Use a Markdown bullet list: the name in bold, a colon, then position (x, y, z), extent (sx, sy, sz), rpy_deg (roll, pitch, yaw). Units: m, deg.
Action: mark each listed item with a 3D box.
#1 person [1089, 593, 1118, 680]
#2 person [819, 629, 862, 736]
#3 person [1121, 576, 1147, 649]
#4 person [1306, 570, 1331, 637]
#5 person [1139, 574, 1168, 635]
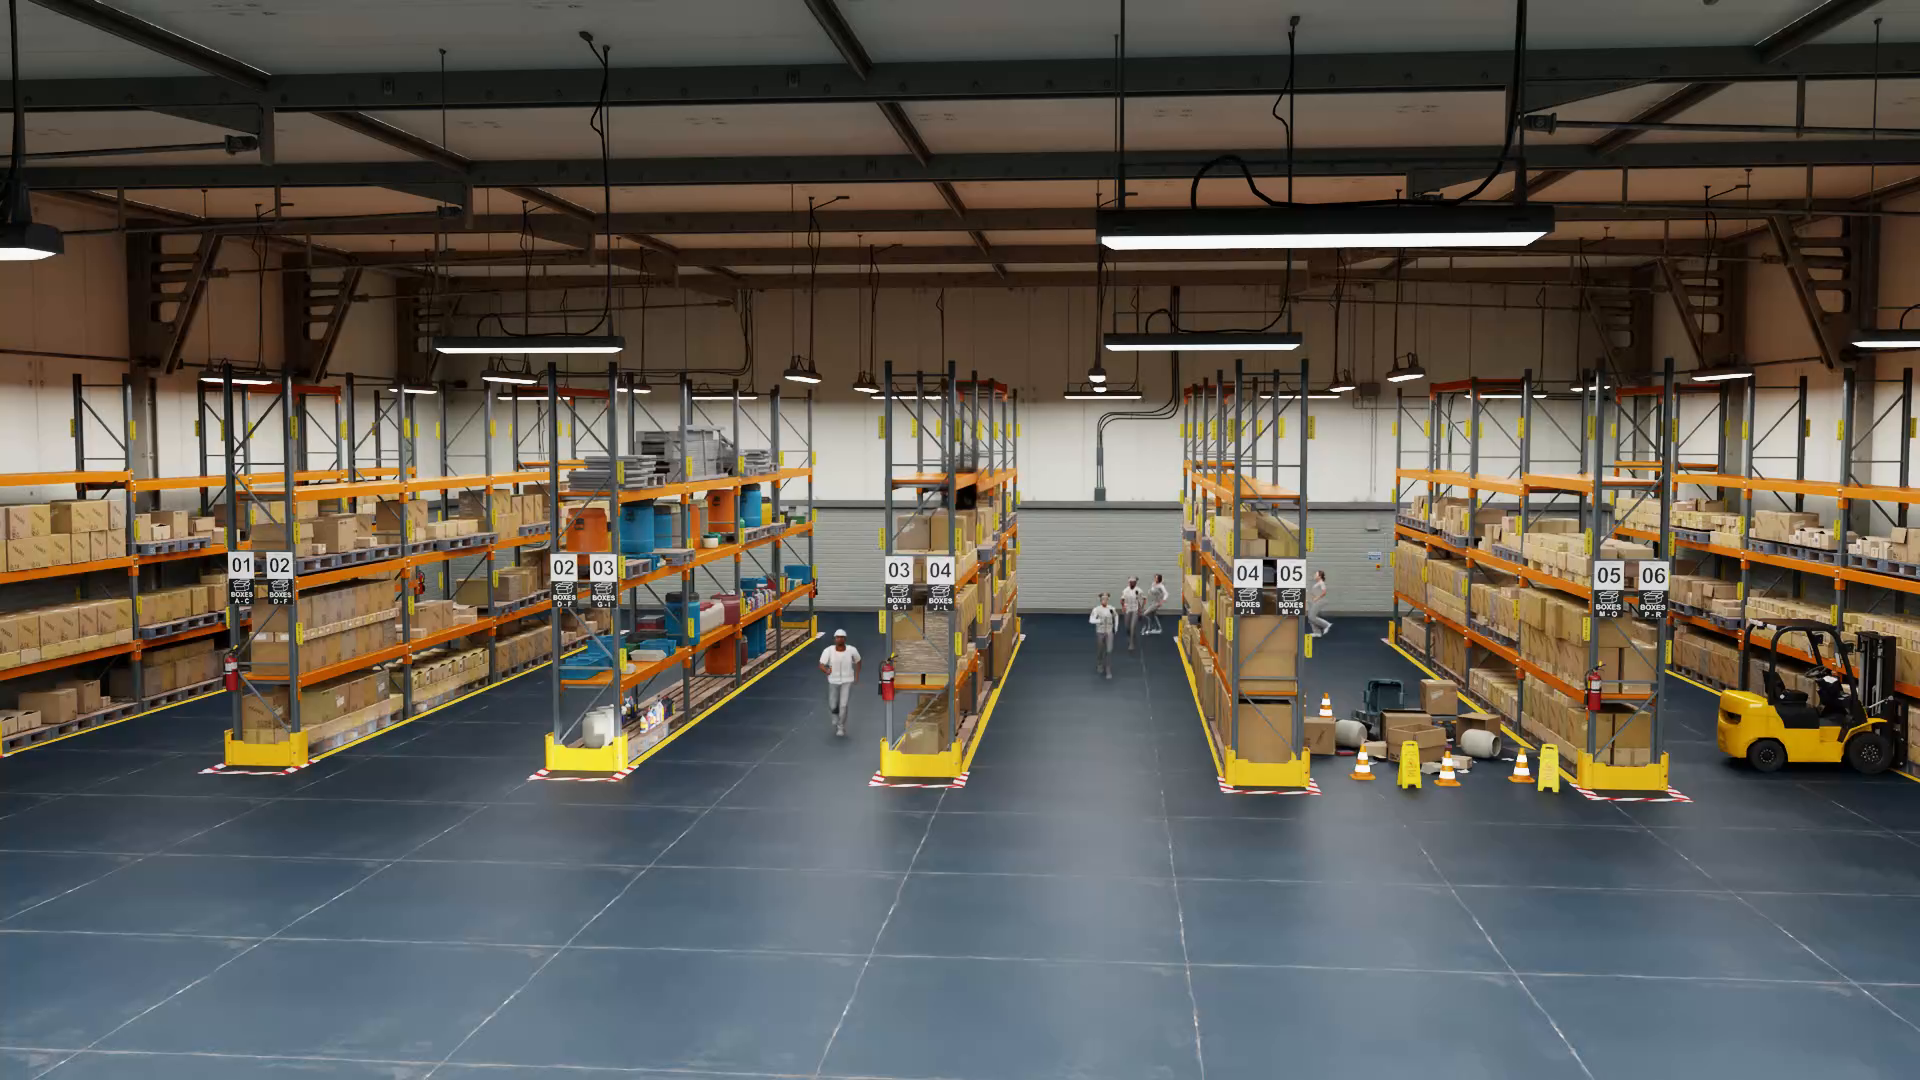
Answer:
- **person**: position (2.928, 1.925, 33.797), extent (0.612, 1.747, 0.806), rpy_deg (0, 4, 0)
- **person**: position (-1.968, 2.328, 27.386), extent (0.708, 1.732, 0.733), rpy_deg (0, 4, -3)
- **person**: position (4.013, 1.652, 38.423), extent (0.601, 1.687, 0.654), rpy_deg (1, 4, 16)
- **person**: position (8.690, 1.539, 40.305), extent (0.588, 1.620, 0.561), rpy_deg (0, 4, 4)
- **person**: position (4.717, 1.580, 40.671), extent (0.642, 1.543, 0.674), rpy_deg (0, 4, -6)
